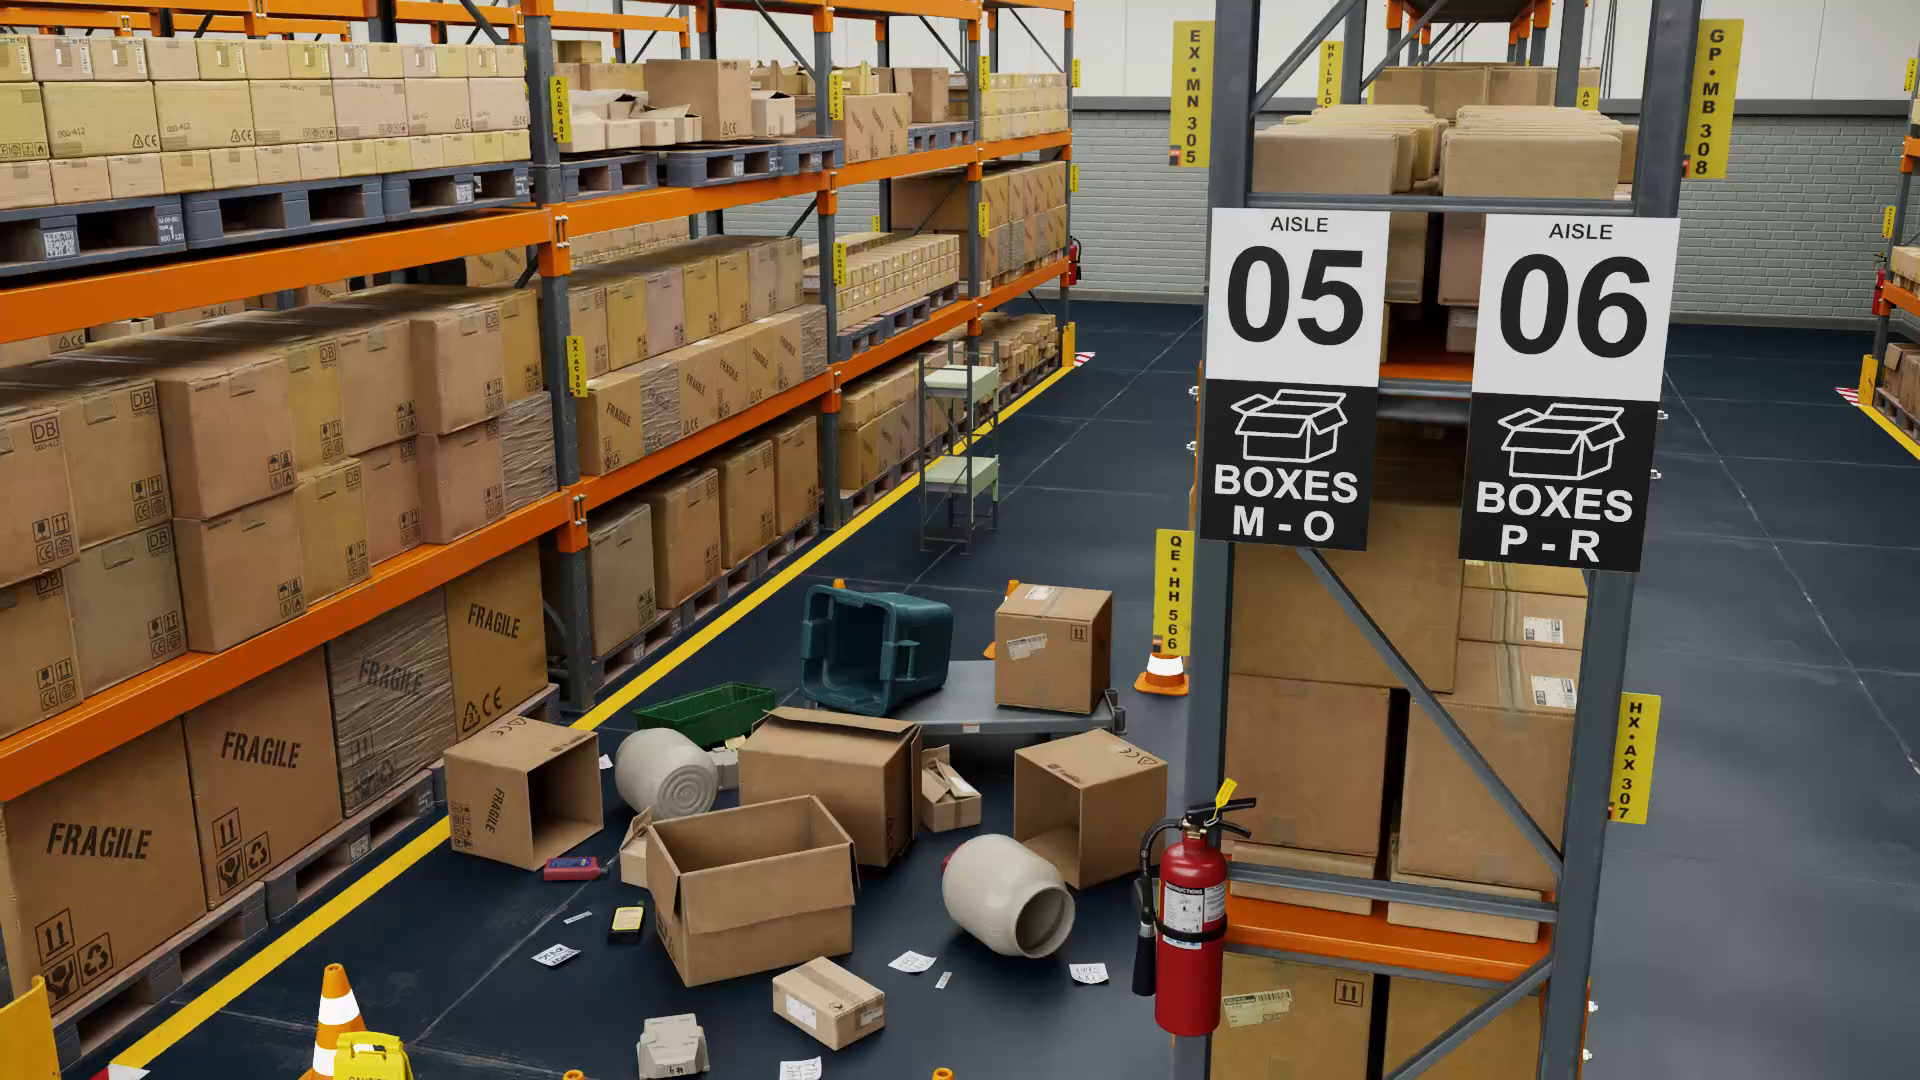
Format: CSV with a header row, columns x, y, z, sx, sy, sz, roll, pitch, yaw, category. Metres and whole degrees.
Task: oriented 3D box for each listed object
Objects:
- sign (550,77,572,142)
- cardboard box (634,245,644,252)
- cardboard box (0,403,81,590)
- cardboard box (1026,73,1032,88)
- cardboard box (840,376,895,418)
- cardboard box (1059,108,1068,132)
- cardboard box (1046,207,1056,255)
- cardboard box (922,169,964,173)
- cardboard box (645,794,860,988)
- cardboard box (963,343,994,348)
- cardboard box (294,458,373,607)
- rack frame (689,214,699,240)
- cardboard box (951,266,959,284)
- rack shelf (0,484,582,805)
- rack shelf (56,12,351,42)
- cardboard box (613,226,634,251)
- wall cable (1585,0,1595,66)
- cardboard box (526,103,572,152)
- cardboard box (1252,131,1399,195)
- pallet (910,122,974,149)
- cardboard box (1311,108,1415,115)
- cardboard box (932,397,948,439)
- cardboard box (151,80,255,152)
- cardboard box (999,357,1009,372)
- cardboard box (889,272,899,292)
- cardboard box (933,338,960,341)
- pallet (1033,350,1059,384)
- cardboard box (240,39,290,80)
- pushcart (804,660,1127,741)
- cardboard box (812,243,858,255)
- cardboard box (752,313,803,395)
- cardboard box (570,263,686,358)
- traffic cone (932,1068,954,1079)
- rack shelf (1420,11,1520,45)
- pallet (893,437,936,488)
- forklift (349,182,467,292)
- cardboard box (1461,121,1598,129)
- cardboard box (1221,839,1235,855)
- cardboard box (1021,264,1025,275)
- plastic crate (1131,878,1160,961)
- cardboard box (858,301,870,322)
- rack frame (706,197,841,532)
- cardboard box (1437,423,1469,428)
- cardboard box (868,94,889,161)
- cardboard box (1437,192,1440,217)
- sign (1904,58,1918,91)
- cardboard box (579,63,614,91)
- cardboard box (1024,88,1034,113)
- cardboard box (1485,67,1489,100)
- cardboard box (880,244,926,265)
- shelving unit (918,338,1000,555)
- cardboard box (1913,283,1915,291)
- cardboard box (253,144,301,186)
x,y,z,sx,sy,sz,roll,pitch,yaw,category
-2.042,-2.201,8.501,0.100,0.325,0.005,5,16,16,sign
-4.039,-3.489,20.094,0.380,0.149,0.250,5,16,16,cardboard box
-3.569,-0.153,5.616,0.875,0.550,0.550,5,16,16,cardboard box
0.564,-4.945,17.899,0.380,0.149,0.250,4,16,14,cardboard box
-0.866,-1.214,14.051,0.500,0.250,0.500,4,16,15,cardboard box
0.960,-4.884,19.330,0.500,0.250,0.500,4,16,15,cardboard box
0.803,-3.572,19.198,0.500,0.500,0.500,4,16,15,cardboard box
-0.126,-3.691,17.785,0.500,0.500,0.500,5,17,17,cardboard box
-0.865,1.436,6.845,0.797,0.503,0.637,-7,17,-23,cardboard box
0.207,-2.005,17.764,0.380,0.149,0.250,4,16,14,cardboard box
-3.123,-0.064,7.282,0.875,0.550,0.500,5,16,16,cardboard box
-3.891,-4.064,21.660,1.000,3.000,0.127,5,16,16,rack frame
-0.224,-2.568,16.078,0.380,0.149,0.250,4,16,15,cardboard box
-3.143,0.356,7.396,1.077,0.370,4.000,5,16,16,rack shelf
-9.208,-6.272,20.504,1.077,0.370,4.000,5,16,16,rack shelf
-4.208,-3.585,19.702,0.500,0.250,0.500,5,16,16,cardboard box
7.677,-7.633,23.248,2.355,3.000,0.029,5,16,16,wall cable
-2.527,-2.332,9.378,0.500,0.250,0.500,5,17,16,cardboard box
0.876,-0.927,4.101,0.380,0.149,0.250,5,17,16,cardboard box
-0.579,-3.806,15.597,1.213,0.211,1.003,5,16,16,pallet
1.568,-1.599,6.473,0.380,0.149,0.250,4,16,15,cardboard box
-0.416,-1.258,15.580,0.500,0.500,0.500,4,16,15,cardboard box
-3.042,-1.602,6.261,0.500,0.250,0.500,4,16,15,cardboard box
0.309,-1.930,18.047,0.380,0.149,0.250,5,17,18,cardboard box
-0.743,-2.232,14.347,0.380,0.149,0.250,4,16,15,cardboard box
-0.214,-2.112,18.142,0.380,0.149,0.250,4,16,13,cardboard box
0.549,-2.082,19.782,1.003,0.211,1.213,5,16,16,pallet
-2.877,-1.885,6.527,0.380,0.149,0.250,5,17,17,cardboard box
0.000,0.942,8.817,1.648,0.377,0.936,-1,16,-3,pushcart
-1.148,-2.634,15.219,0.380,0.149,0.250,4,16,15,cardboard box
-1.452,-1.339,11.870,0.500,0.500,0.500,5,16,16,cardboard box
-2.151,-1.440,10.393,0.700,0.500,0.500,5,17,16,cardboard box
-0.051,1.898,5.288,0.336,0.463,0.334,5,16,16,traffic cone
5.042,-5.120,16.440,1.077,0.370,4.000,5,16,16,rack shelf
-0.866,-0.741,15.054,1.003,0.211,1.213,5,16,16,pallet
-4.645,-1.552,12.930,1.130,2.935,3.031,15,21,42,forklift
1.668,-1.152,4.897,0.380,0.149,0.250,5,16,16,cardboard box
0.930,0.822,4.894,0.380,0.149,0.250,4,16,15,cardboard box
0.504,-3.024,18.454,0.380,0.149,0.250,5,17,17,cardboard box
0.968,1.596,7.057,0.402,0.080,0.583,-1,16,-3,plastic crate
-0.965,-1.883,13.663,0.380,0.149,0.250,5,17,19,cardboard box
-1.438,-1.560,12.832,1.000,3.000,0.127,5,16,16,rack frame
1.471,-0.325,5.918,0.700,0.500,0.500,5,16,16,cardboard box
-0.885,-3.311,13.326,0.500,0.500,0.500,5,16,16,cardboard box
1.520,-1.310,6.185,0.500,0.250,0.500,5,17,16,cardboard box
9.850,-4.817,17.217,0.100,0.325,0.005,5,16,16,sign
-4.421,-5.234,19.153,0.700,0.500,0.500,5,17,18,cardboard box
0.502,-4.725,17.853,0.500,0.250,0.500,4,16,13,cardboard box
3.299,-3.008,11.480,0.797,0.503,0.637,4,16,12,cardboard box
-0.527,-2.583,15.040,0.380,0.149,0.250,4,16,14,cardboard box
-0.002,-0.720,12.619,0.431,1.500,0.755,5,16,16,shelving unit
9.945,-2.584,16.904,0.380,0.149,0.250,4,16,15,cardboard box
-2.876,-1.501,6.634,0.380,0.149,0.250,5,17,16,cardboard box
